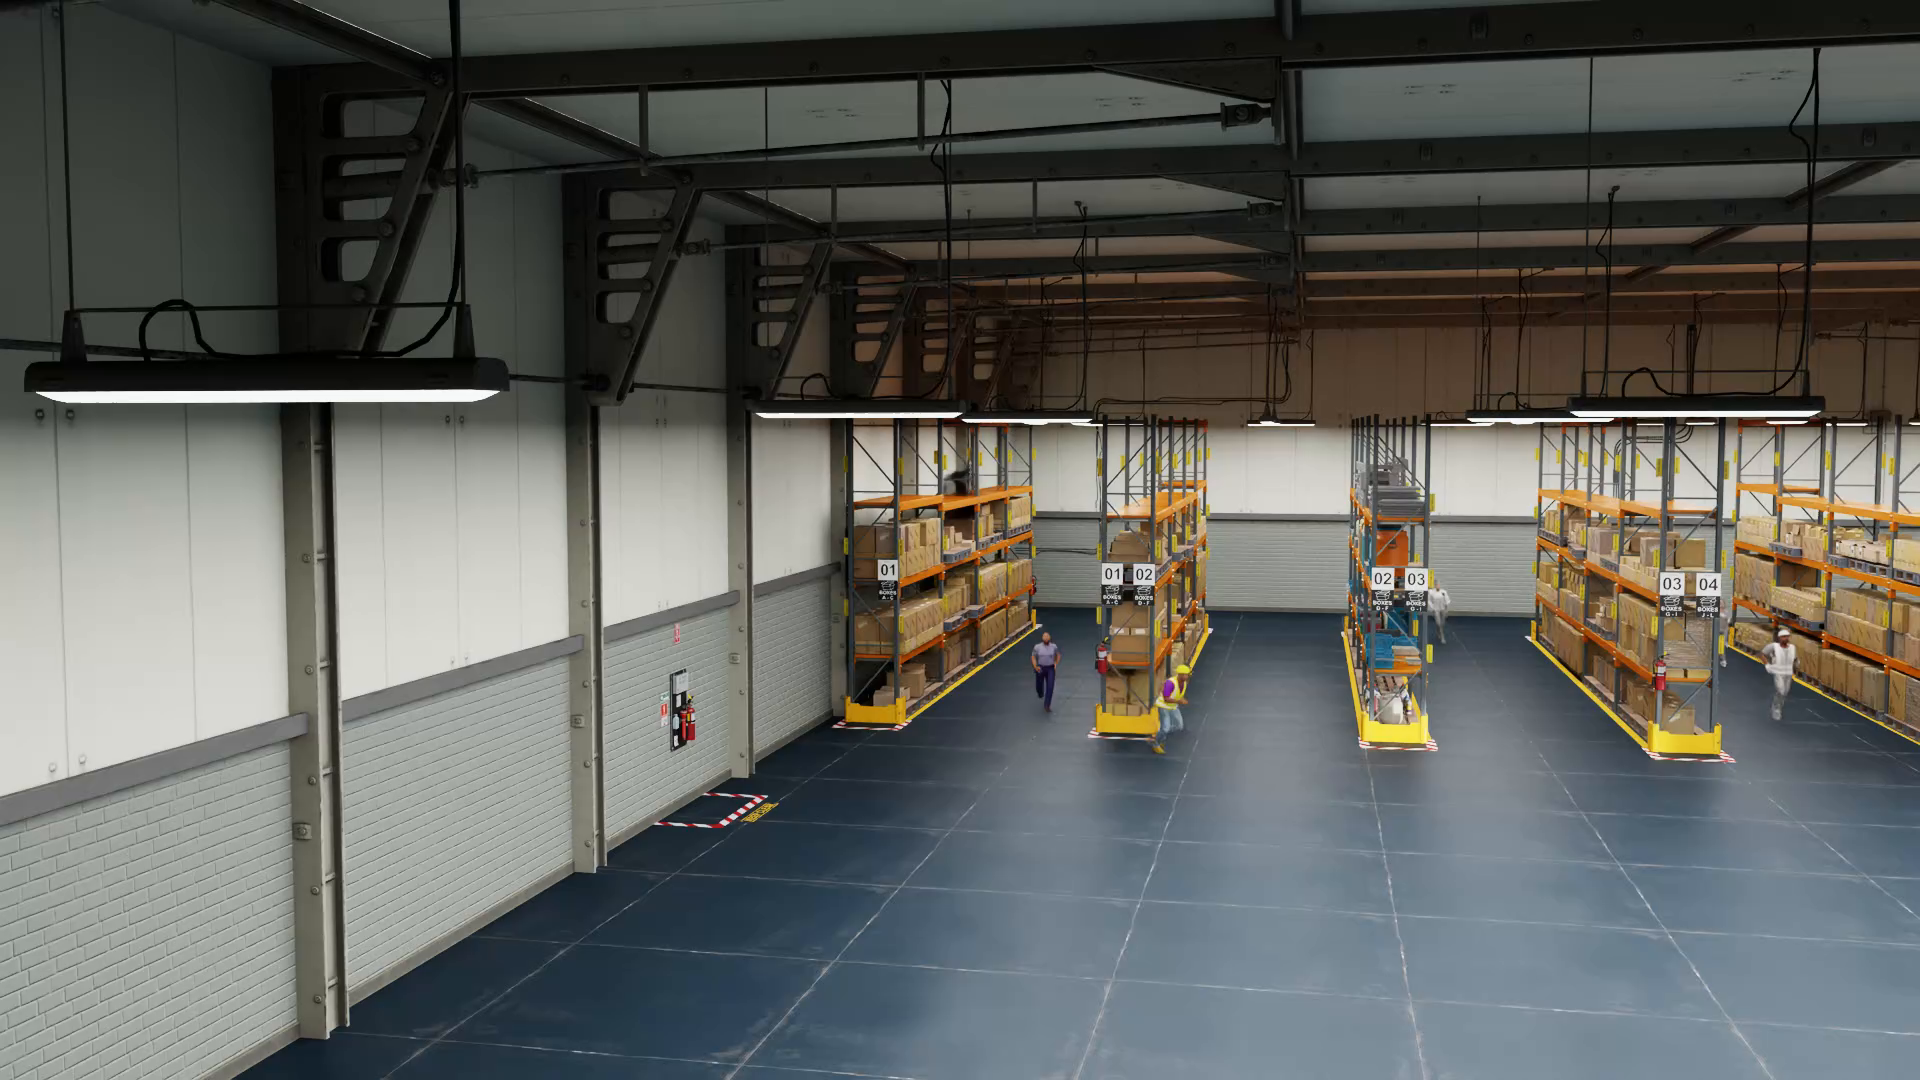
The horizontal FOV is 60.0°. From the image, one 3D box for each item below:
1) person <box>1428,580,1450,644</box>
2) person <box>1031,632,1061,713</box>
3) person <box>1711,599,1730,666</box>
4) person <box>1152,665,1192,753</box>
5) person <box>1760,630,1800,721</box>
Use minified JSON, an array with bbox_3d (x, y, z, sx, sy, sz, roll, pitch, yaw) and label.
[{"bbox_3d":[12.869,1.909,44.740,0.626,1.707,0.822,0,4,0],"label":"person"},{"bbox_3d":[1.758,2.683,33.993,0.605,1.619,0.809,0,4,4],"label":"person"},{"bbox_3d":[18.465,2.278,40.432,0.544,1.503,0.839,1,4,8],"label":"person"},{"bbox_3d":[3.770,2.972,29.305,0.849,1.602,0.726,4,5,43],"label":"person"},{"bbox_3d":[16.170,2.665,32.690,0.655,1.807,0.729,0,4,-4],"label":"person"}]
